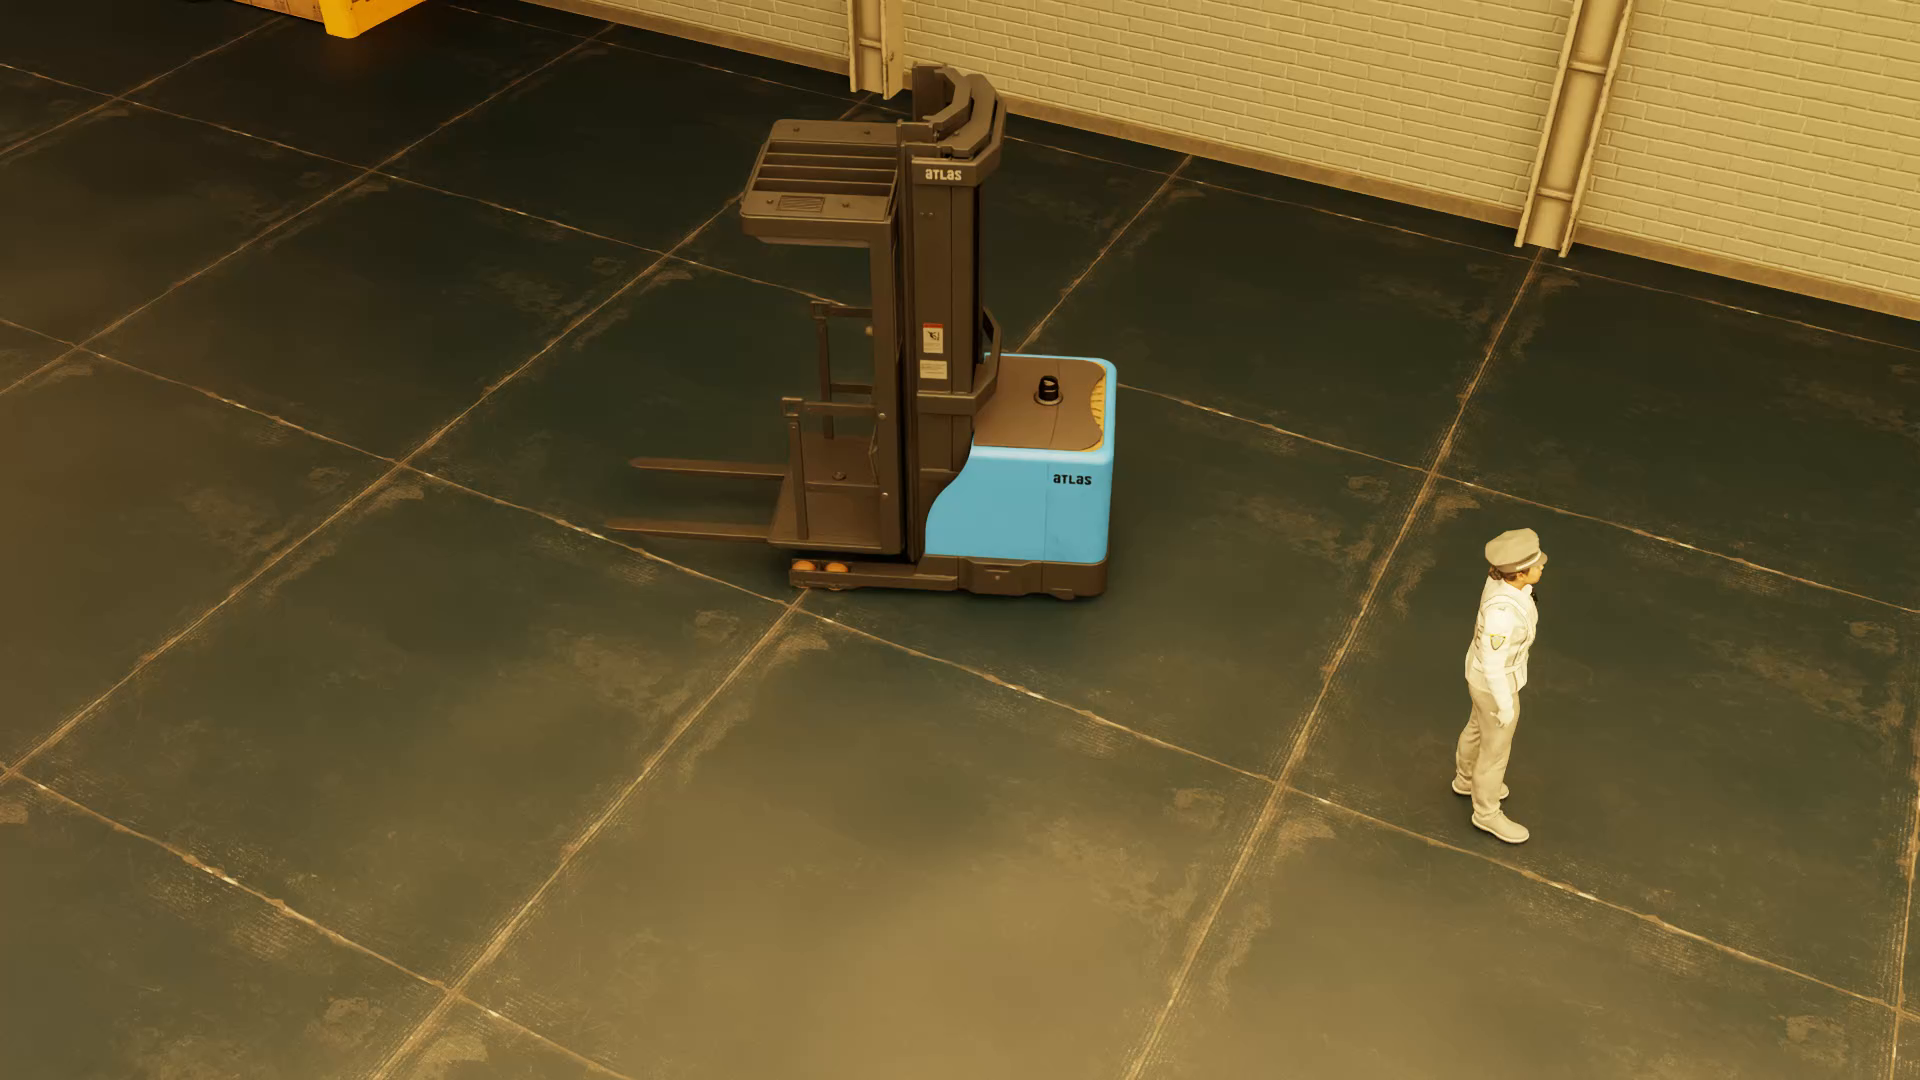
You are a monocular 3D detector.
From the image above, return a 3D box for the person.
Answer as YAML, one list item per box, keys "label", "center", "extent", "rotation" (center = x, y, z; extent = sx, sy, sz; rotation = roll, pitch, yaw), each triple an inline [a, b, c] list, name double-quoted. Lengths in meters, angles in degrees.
- label: "person"
  center: [2.694, 0.676, 8.132]
  extent: [0.534, 1.697, 0.588]
  rotation: [11, 41, 12]

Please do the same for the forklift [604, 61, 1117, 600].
- label: "forklift"
  center: [-0.606, -1.157, 9.360]
  extent: [3.031, 2.935, 1.130]
  rotation: [3, 40, 4]
